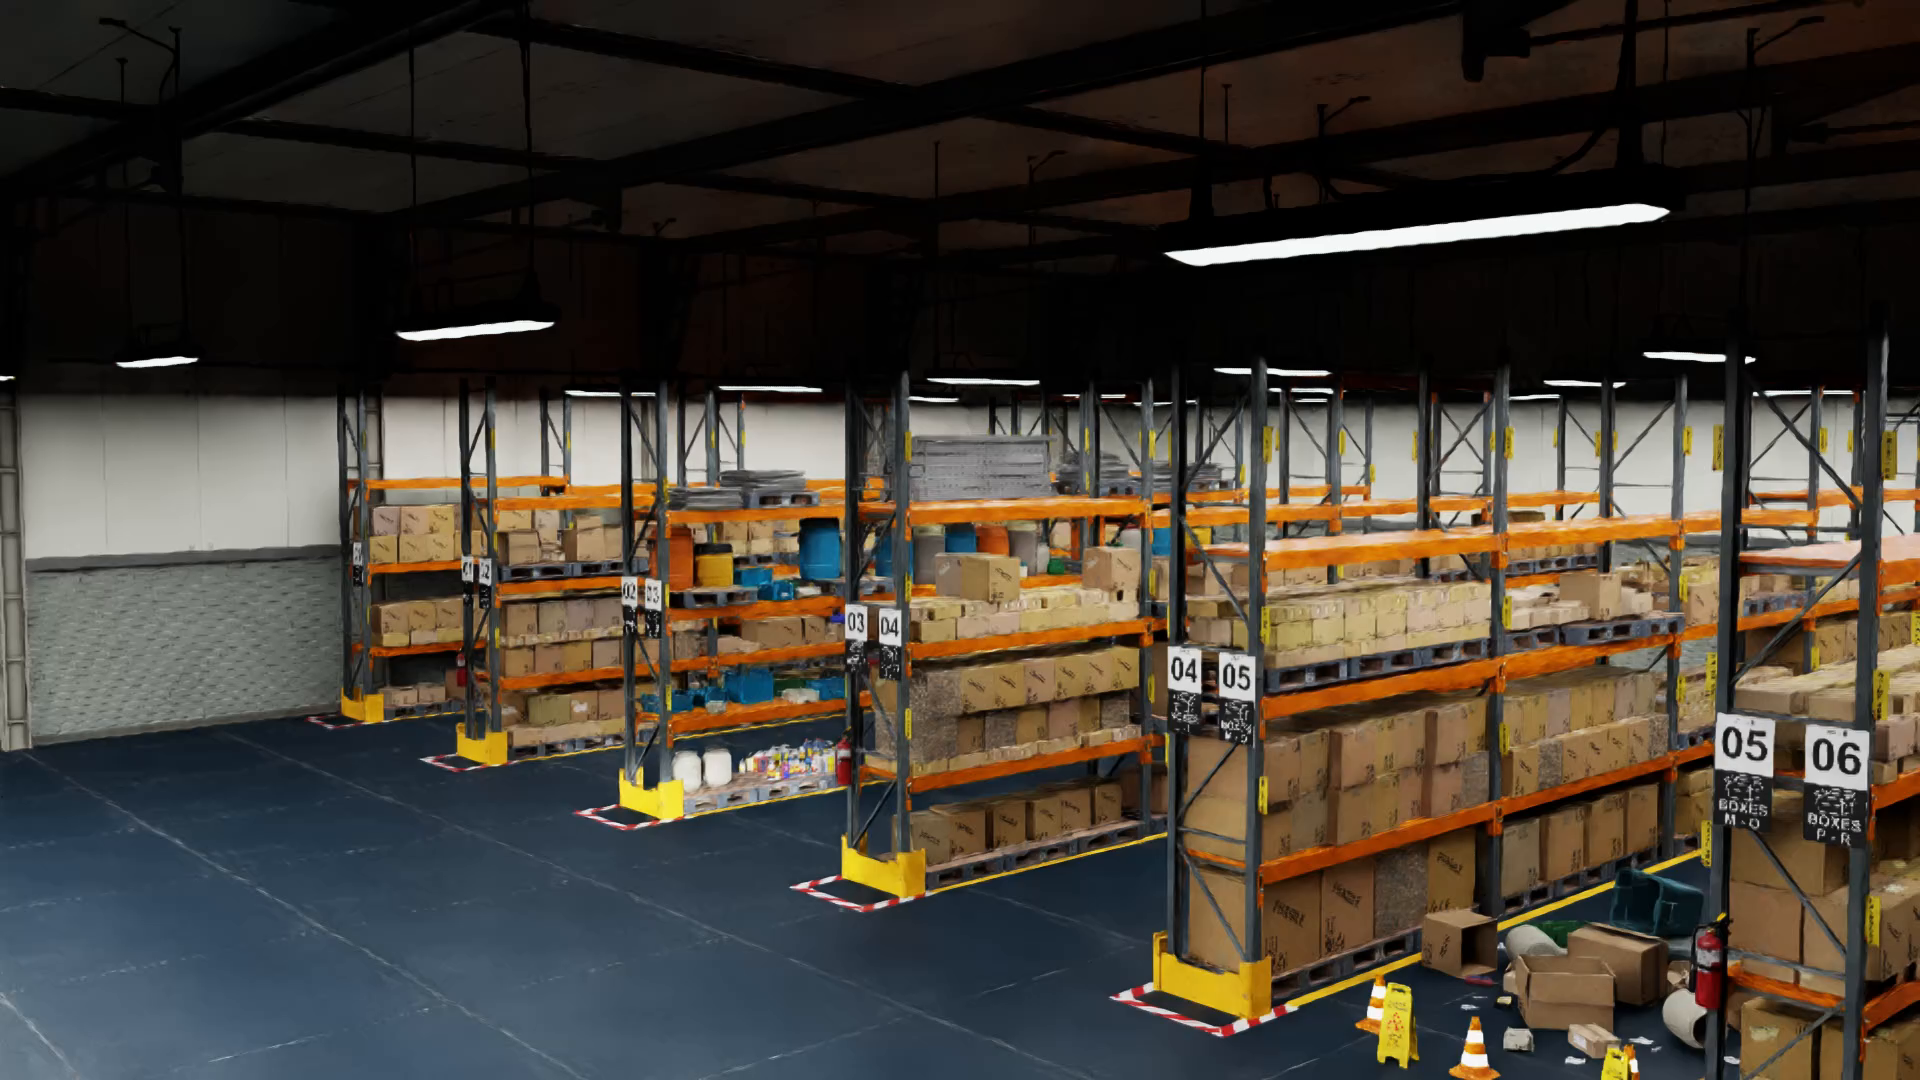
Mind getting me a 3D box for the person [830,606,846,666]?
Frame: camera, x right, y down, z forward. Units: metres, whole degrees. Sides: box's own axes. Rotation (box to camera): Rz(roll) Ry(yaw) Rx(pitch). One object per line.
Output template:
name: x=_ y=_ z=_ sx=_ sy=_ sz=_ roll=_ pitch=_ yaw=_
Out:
person: x=-2.552 y=2.067 z=34.929 sx=1.089 sy=1.572 sz=0.450 roll=-4 pitch=5 yaw=-44
